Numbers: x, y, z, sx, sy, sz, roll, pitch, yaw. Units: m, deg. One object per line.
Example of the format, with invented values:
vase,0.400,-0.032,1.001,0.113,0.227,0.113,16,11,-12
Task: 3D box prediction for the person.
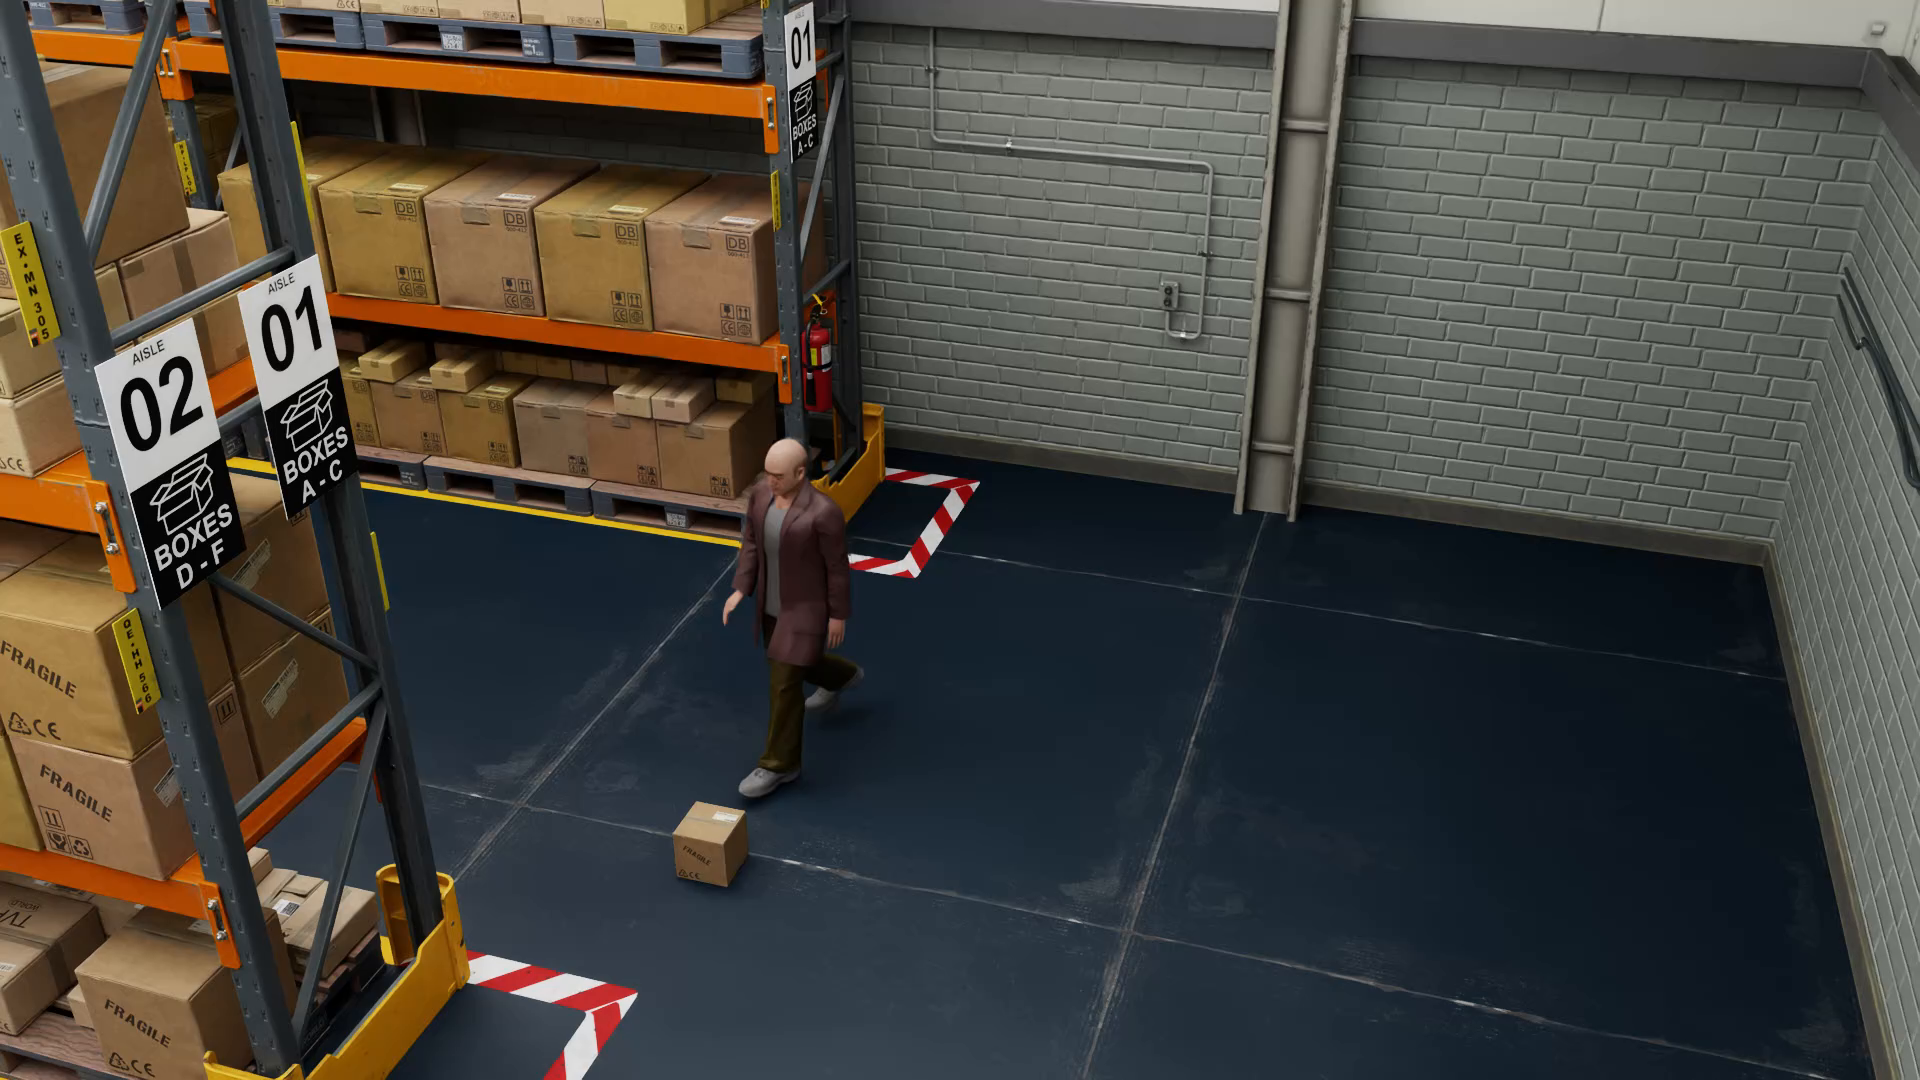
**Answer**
person,-0.795,0.296,7.980,0.579,1.752,0.992,25,37,37
